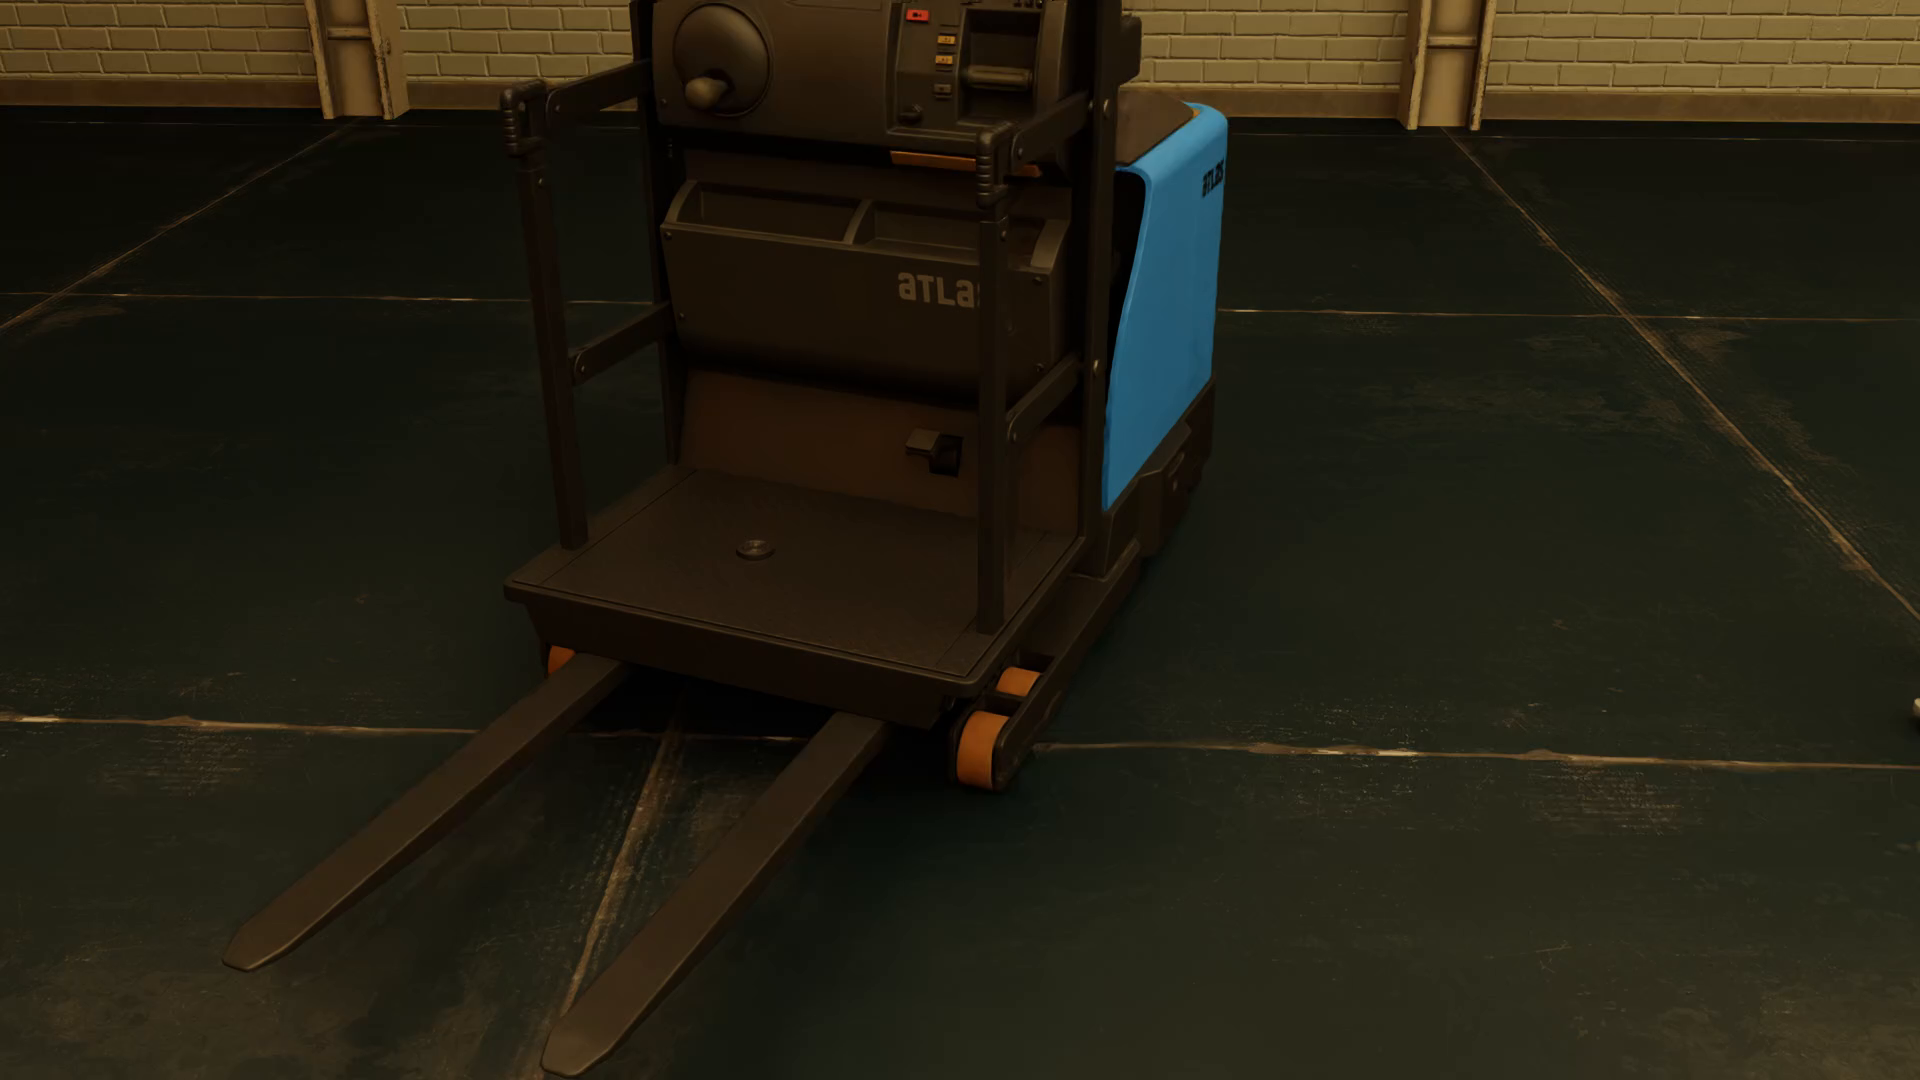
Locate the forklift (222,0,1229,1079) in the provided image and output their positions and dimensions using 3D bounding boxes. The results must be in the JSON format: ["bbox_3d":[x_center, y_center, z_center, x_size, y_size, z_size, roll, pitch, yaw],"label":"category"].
[{"bbox_3d":[-0.295,-1.005,3.245,1.130,2.935,3.031,10,28,20],"label":"forklift"}]
